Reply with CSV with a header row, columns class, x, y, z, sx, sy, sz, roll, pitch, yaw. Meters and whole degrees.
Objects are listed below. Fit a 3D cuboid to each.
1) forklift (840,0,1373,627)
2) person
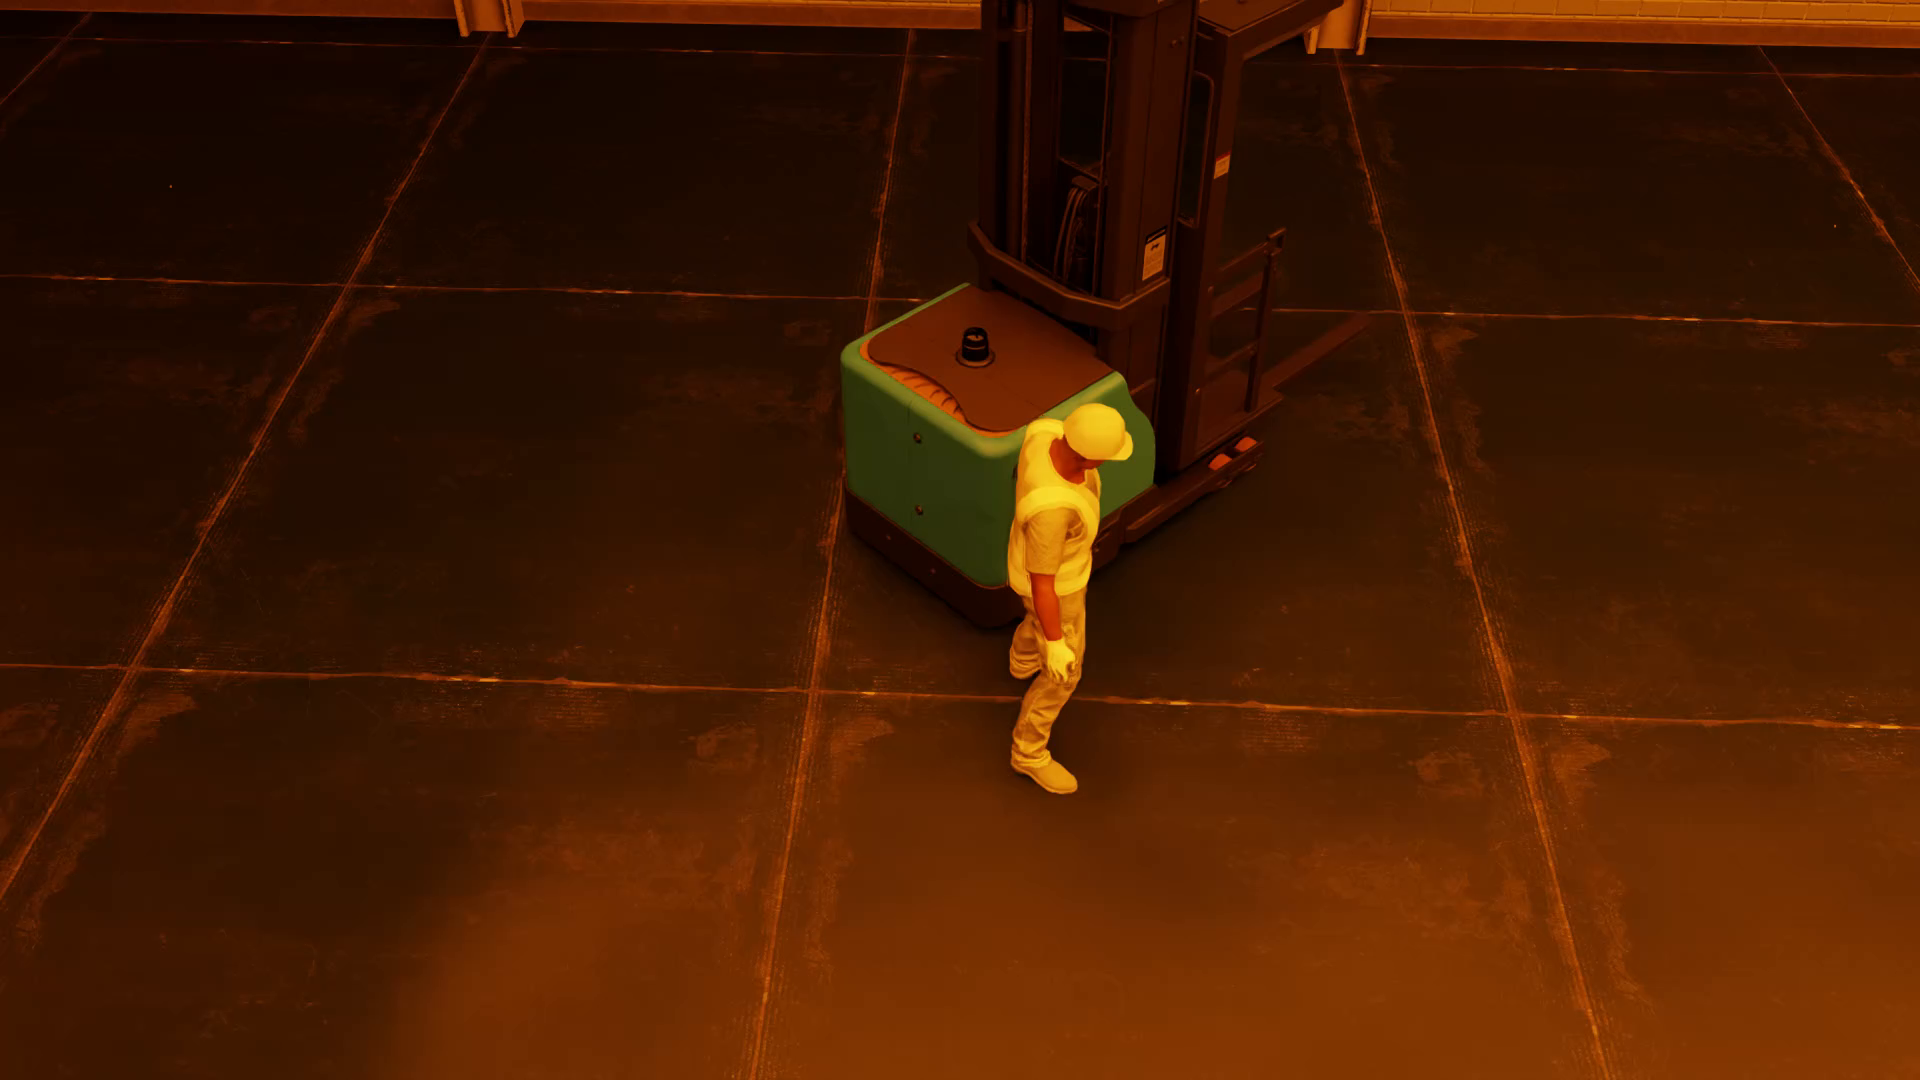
class,x,y,z,sx,sy,sz,roll,pitch,yaw
forklift,0.878,-1.569,7.461,3.031,2.935,1.130,-32,51,-30
person,0.406,0.128,6.509,0.443,1.733,0.975,1,42,1
